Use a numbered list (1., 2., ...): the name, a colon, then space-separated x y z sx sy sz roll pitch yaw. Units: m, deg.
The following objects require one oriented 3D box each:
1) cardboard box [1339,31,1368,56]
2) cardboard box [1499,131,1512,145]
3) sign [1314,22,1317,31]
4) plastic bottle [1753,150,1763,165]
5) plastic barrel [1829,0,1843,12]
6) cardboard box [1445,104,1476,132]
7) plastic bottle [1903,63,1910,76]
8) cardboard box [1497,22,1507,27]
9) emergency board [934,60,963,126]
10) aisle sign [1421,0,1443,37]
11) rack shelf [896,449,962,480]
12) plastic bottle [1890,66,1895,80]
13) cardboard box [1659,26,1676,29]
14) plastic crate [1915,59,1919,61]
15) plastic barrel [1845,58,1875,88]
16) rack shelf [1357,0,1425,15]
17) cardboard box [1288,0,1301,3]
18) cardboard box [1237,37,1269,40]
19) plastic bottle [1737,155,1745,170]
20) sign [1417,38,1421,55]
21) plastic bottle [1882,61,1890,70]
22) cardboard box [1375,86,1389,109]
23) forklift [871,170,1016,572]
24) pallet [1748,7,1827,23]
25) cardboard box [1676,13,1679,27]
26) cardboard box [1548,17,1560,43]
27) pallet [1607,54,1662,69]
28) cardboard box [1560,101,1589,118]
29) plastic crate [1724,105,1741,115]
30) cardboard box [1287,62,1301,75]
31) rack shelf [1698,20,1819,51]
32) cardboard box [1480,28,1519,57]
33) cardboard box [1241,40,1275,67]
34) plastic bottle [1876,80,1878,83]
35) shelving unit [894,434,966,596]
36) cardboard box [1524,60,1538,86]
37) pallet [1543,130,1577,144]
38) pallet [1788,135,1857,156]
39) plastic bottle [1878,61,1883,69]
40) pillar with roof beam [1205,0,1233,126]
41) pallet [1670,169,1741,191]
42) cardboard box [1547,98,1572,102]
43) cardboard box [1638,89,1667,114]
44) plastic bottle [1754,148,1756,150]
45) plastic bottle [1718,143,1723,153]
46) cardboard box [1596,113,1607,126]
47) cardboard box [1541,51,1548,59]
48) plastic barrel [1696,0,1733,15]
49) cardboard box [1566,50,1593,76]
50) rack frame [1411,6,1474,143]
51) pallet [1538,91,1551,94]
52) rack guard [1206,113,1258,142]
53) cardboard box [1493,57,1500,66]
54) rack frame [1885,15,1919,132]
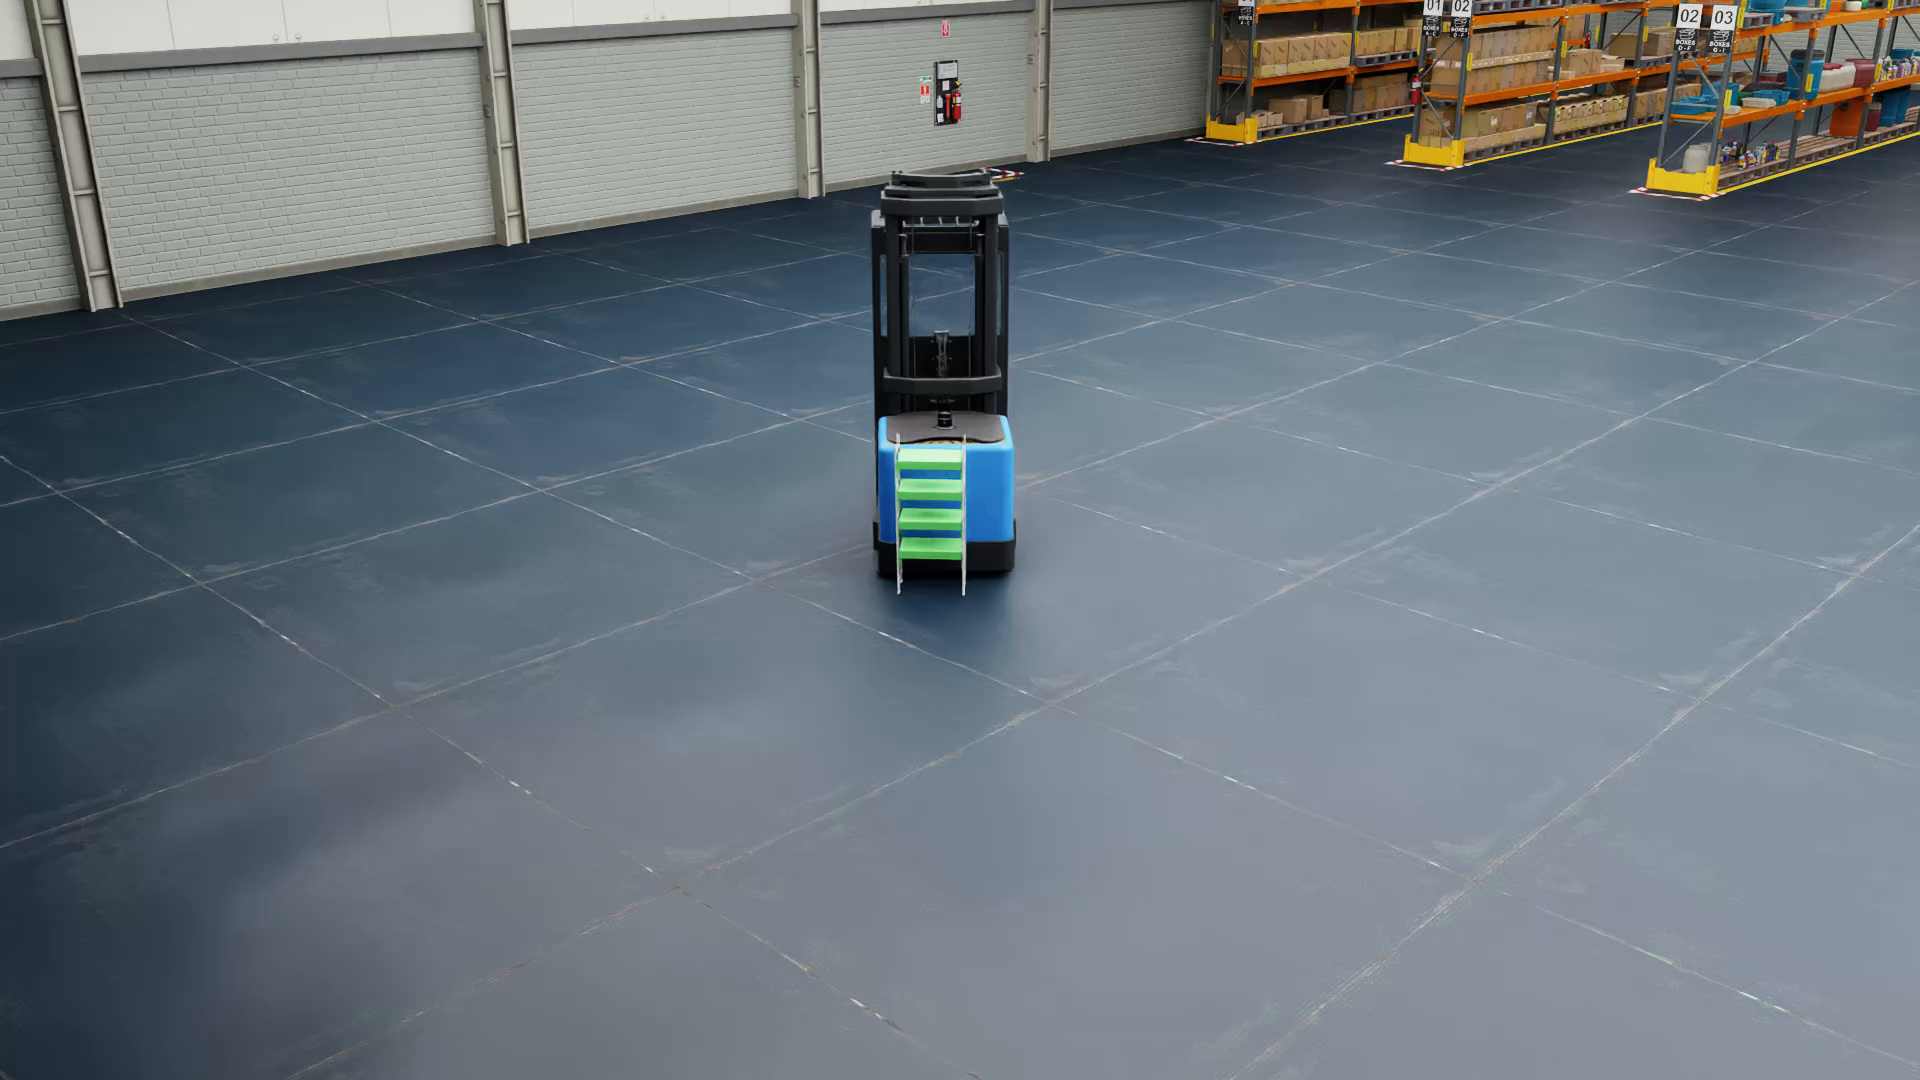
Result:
1. cardboard box: 9.048 -11.559 38.715 0.700 0.500 0.500 19 28 41
2. cardboard box: 11.011 -8.298 34.230 0.500 0.250 0.500 19 28 41
3. sign: 8.268 -11.863 38.645 0.100 0.325 0.005 19 28 41
4. plastic bottle: 15.048 -7.229 31.384 0.135 0.276 0.152 -20 28 -41
5. plastic barrel: 17.372 -11.009 33.258 0.600 0.830 0.708 19 28 41
6. cardboard box: 10.278 -8.654 34.110 0.500 0.500 0.500 19 28 41
7. plastic bottle: 20.604 -10.264 36.270 0.152 0.276 0.135 19 28 41
8. cardboard box: 13.759 -13.121 42.949 0.500 0.500 0.500 20 28 41
9. emergency board: -0.190 -8.385 31.210 0.194 1.169 0.643 19 28 41
10. aisle sign: 9.174 -10.188 32.277 0.394 0.787 0.004 19 28 41
11. rack shelf: -0.216 -0.560 12.179 0.480 0.148 0.258 1 25 3
12. plastic bottle: 19.929 -9.995 35.561 0.061 0.283 0.133 19 28 41
13. cardboard box: 17.310 -12.180 40.357 0.700 0.500 0.500 9 23 23
14. plastic crate: 21.936 -11.016 38.355 0.437 0.125 0.590 19 28 41
15. plastic barrel: 18.450 -9.602 34.186 0.600 0.536 0.708 19 28 41
16. rack shelf: 10.064 -12.763 39.423 1.077 0.370 4.000 19 28 41
17. cardboard box: 7.050 -11.900 36.006 0.500 0.500 0.500 -19 28 -40
18. cardboard box: 6.413 -10.747 36.492 0.500 0.500 0.500 -20 29 -41
19. plastic bottle: 14.464 -6.997 30.788 0.097 0.271 0.097 0 21 0
20. sign: 9.051 -9.708 32.708 0.100 0.325 0.005 19 28 41
21. plastic bottle: 19.969 -10.141 35.847 0.144 0.351 0.185 19 28 41
22. cardboard box: 9.879 -10.683 40.060 0.700 0.500 0.500 20 28 41
23. forklift: -0.168 -1.602 13.657 1.130 2.935 3.031 -1 21 -2
24. pallet: 15.333 -9.808 30.993 1.213 0.211 1.003 19 28 41
25. cardboard box: 17.968 -12.711 40.931 0.500 0.500 0.500 19 28 41
26. cardboard box: 15.653 -13.893 45.120 0.980 0.700 0.700 18 27 38
27. pallet: 15.433 -11.077 38.479 1.213 0.211 1.003 19 28 41
28. cardboard box: 13.400 -9.425 36.381 0.500 0.311 0.500 18 27 39
29. plastic crate: 13.831 -7.704 29.804 0.298 0.136 0.250 19 28 41
30. cardboard box: 7.158 -10.409 36.655 0.500 0.250 0.500 19 28 40
31. rack shelf: 14.371 -9.256 30.296 1.077 0.370 4.000 19 28 41
32. cardboard box: 10.865 -10.096 33.712 0.700 0.500 0.500 19 28 41
33. cardboard box: 6.426 -10.494 35.831 0.500 0.500 0.500 19 28 41
34. plastic bottle: 19.259 -9.719 34.957 0.097 0.201 0.097 0 21 0
35. shelving unit: -0.214 -0.182 12.354 0.503 1.200 0.258 1 25 3
36. cardboard box: 11.552 -9.740 34.595 0.700 0.500 0.500 19 28 40
37. pallet: 12.706 -8.844 36.289 1.003 0.211 1.213 19 28 41
38. pallet: 17.989 -8.243 34.726 1.003 0.211 1.213 19 28 41
39. plastic bottle: 20.215 -10.404 36.636 0.152 0.276 0.135 19 28 41
40. pillar with roof beam: 8.831 -12.276 32.971 9.100 9.000 0.400 19 28 41
41. pallet: 13.566 -6.614 30.489 1.003 0.211 1.213 19 28 41
42. cardboard box: 13.359 -9.688 37.064 0.500 0.311 0.500 19 28 40
43. cardboard box: 16.248 -10.322 39.120 0.500 0.500 0.500 19 28 40
44. plastic bottle: 15.073 -7.292 31.538 0.061 0.283 0.133 19 28 41
45. plastic bottle: 14.478 -7.413 31.759 0.144 0.351 0.185 19 28 40
46. cardboard box: 14.108 -9.429 37.172 0.500 0.250 0.500 -19 28 -41
47. cardboard box: 12.010 -10.109 34.651 0.380 0.149 0.250 19 28 40
48. plastic barrel: 13.224 -9.631 29.085 0.600 0.830 0.708 19 28 41
49. cardboard box: 13.485 -10.450 36.443 0.500 0.500 0.500 19 28 41
50. rack frame: 9.430 -8.918 32.596 1.000 3.000 0.127 19 28 41
51. pallet: 15.687 -12.431 45.622 1.003 0.211 1.213 19 28 41
52. rack guard: 5.931 -9.010 36.318 1.175 0.500 0.348 19 28 41
53. cardboard box: 10.577 -9.580 33.275 0.380 0.149 0.250 18 27 39
54. rack frame: 21.347 -10.762 37.393 1.000 3.000 0.127 19 28 41
